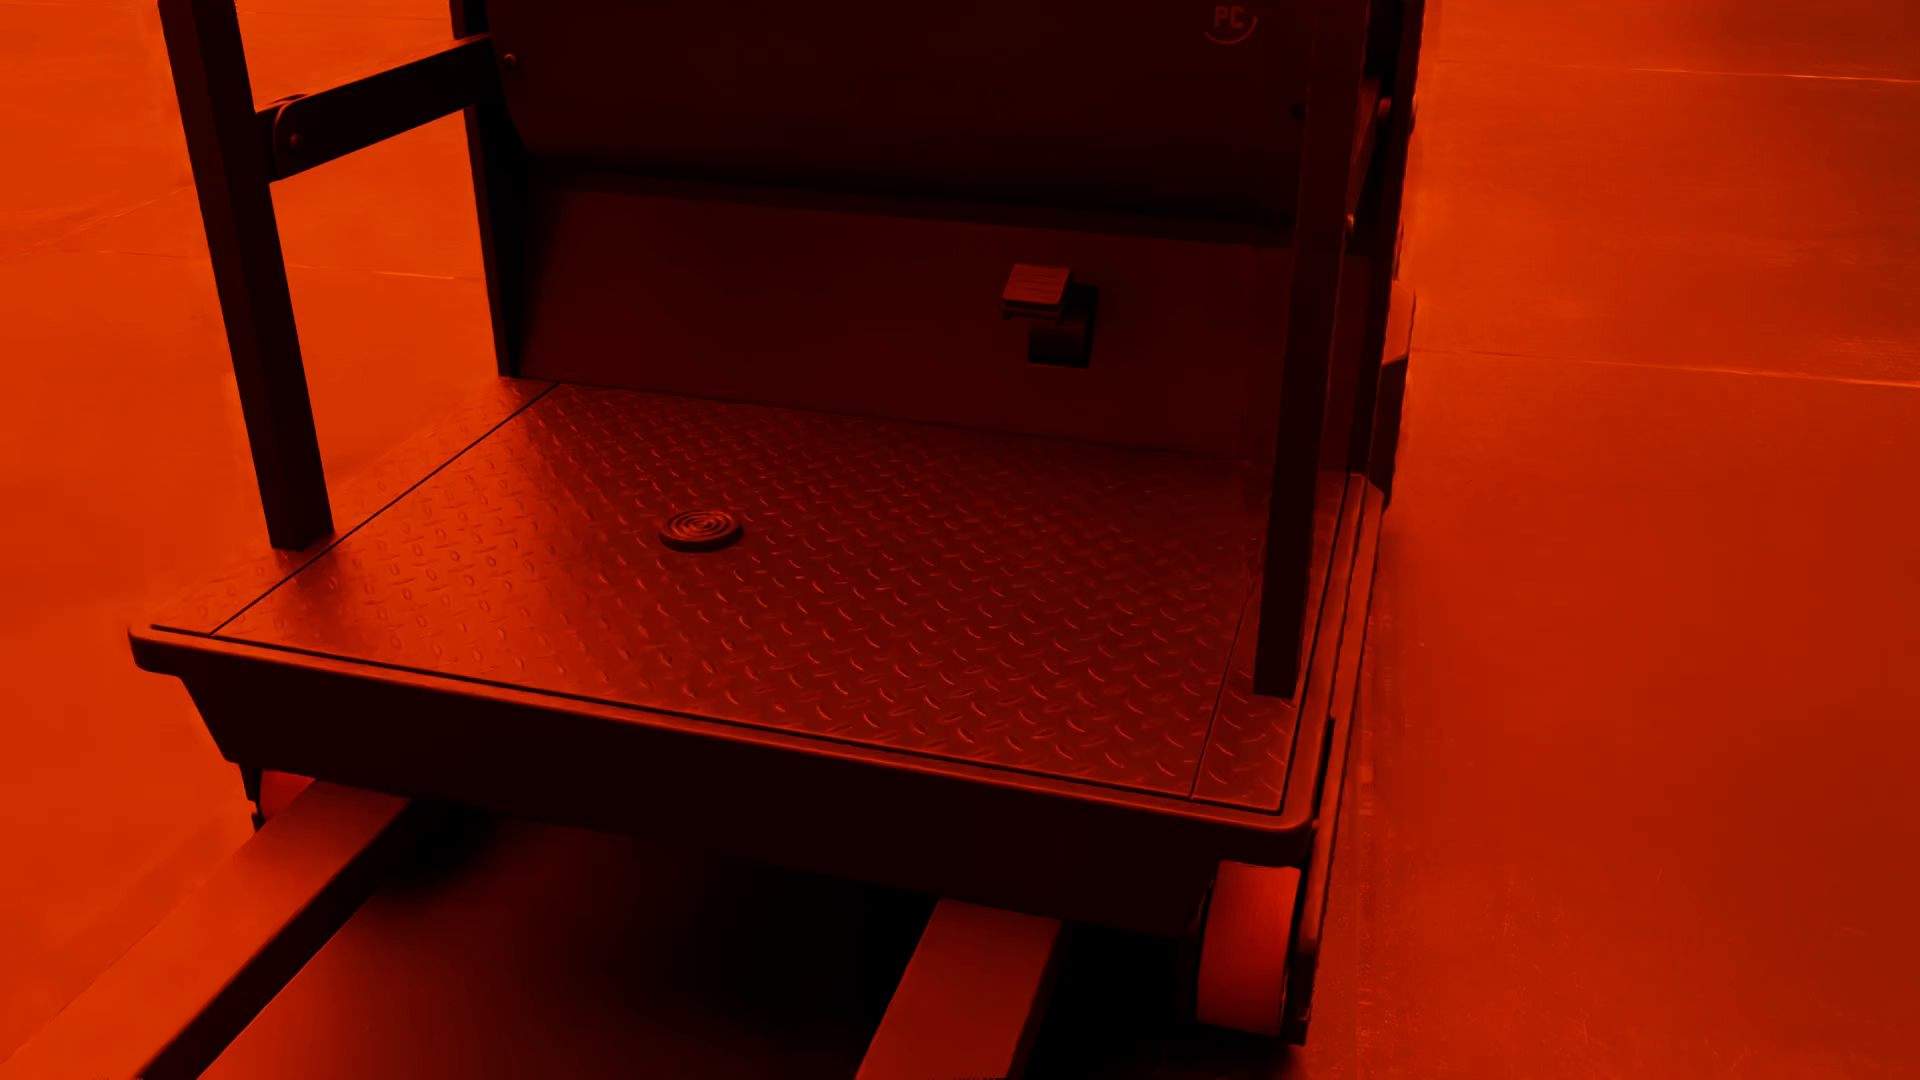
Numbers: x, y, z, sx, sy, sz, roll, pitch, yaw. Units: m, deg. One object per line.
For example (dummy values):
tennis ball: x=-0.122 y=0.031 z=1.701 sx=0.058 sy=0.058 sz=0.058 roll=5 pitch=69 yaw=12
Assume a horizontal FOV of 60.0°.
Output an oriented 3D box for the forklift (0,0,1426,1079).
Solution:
forklift: x=-0.125 y=-1.040 z=1.307 sx=1.130 sy=2.935 sz=3.031 roll=7 pitch=28 yaw=15
